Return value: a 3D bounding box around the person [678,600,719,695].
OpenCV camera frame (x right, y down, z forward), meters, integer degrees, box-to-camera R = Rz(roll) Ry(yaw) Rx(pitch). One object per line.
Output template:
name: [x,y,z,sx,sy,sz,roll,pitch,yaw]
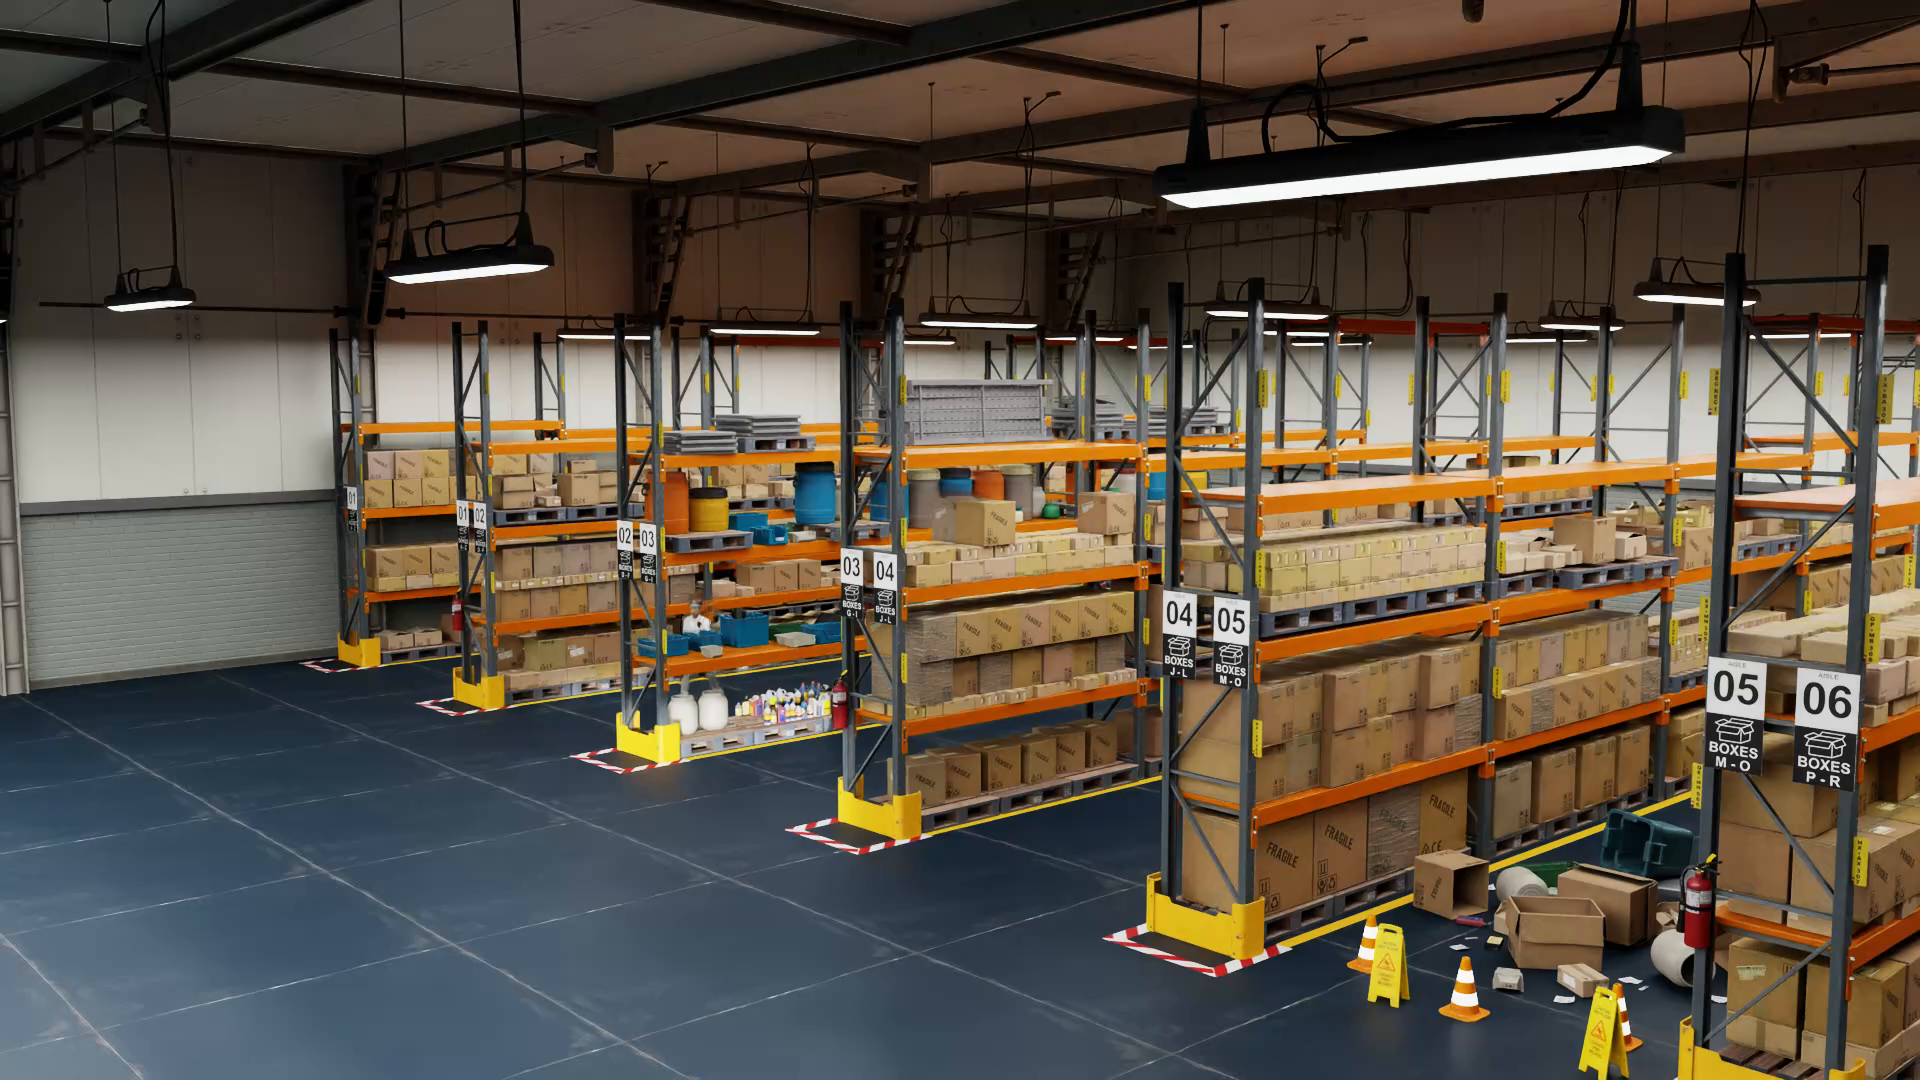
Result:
person: [-4.189,1.743,26.246,0.551,1.605,1.070,2,6,21]
